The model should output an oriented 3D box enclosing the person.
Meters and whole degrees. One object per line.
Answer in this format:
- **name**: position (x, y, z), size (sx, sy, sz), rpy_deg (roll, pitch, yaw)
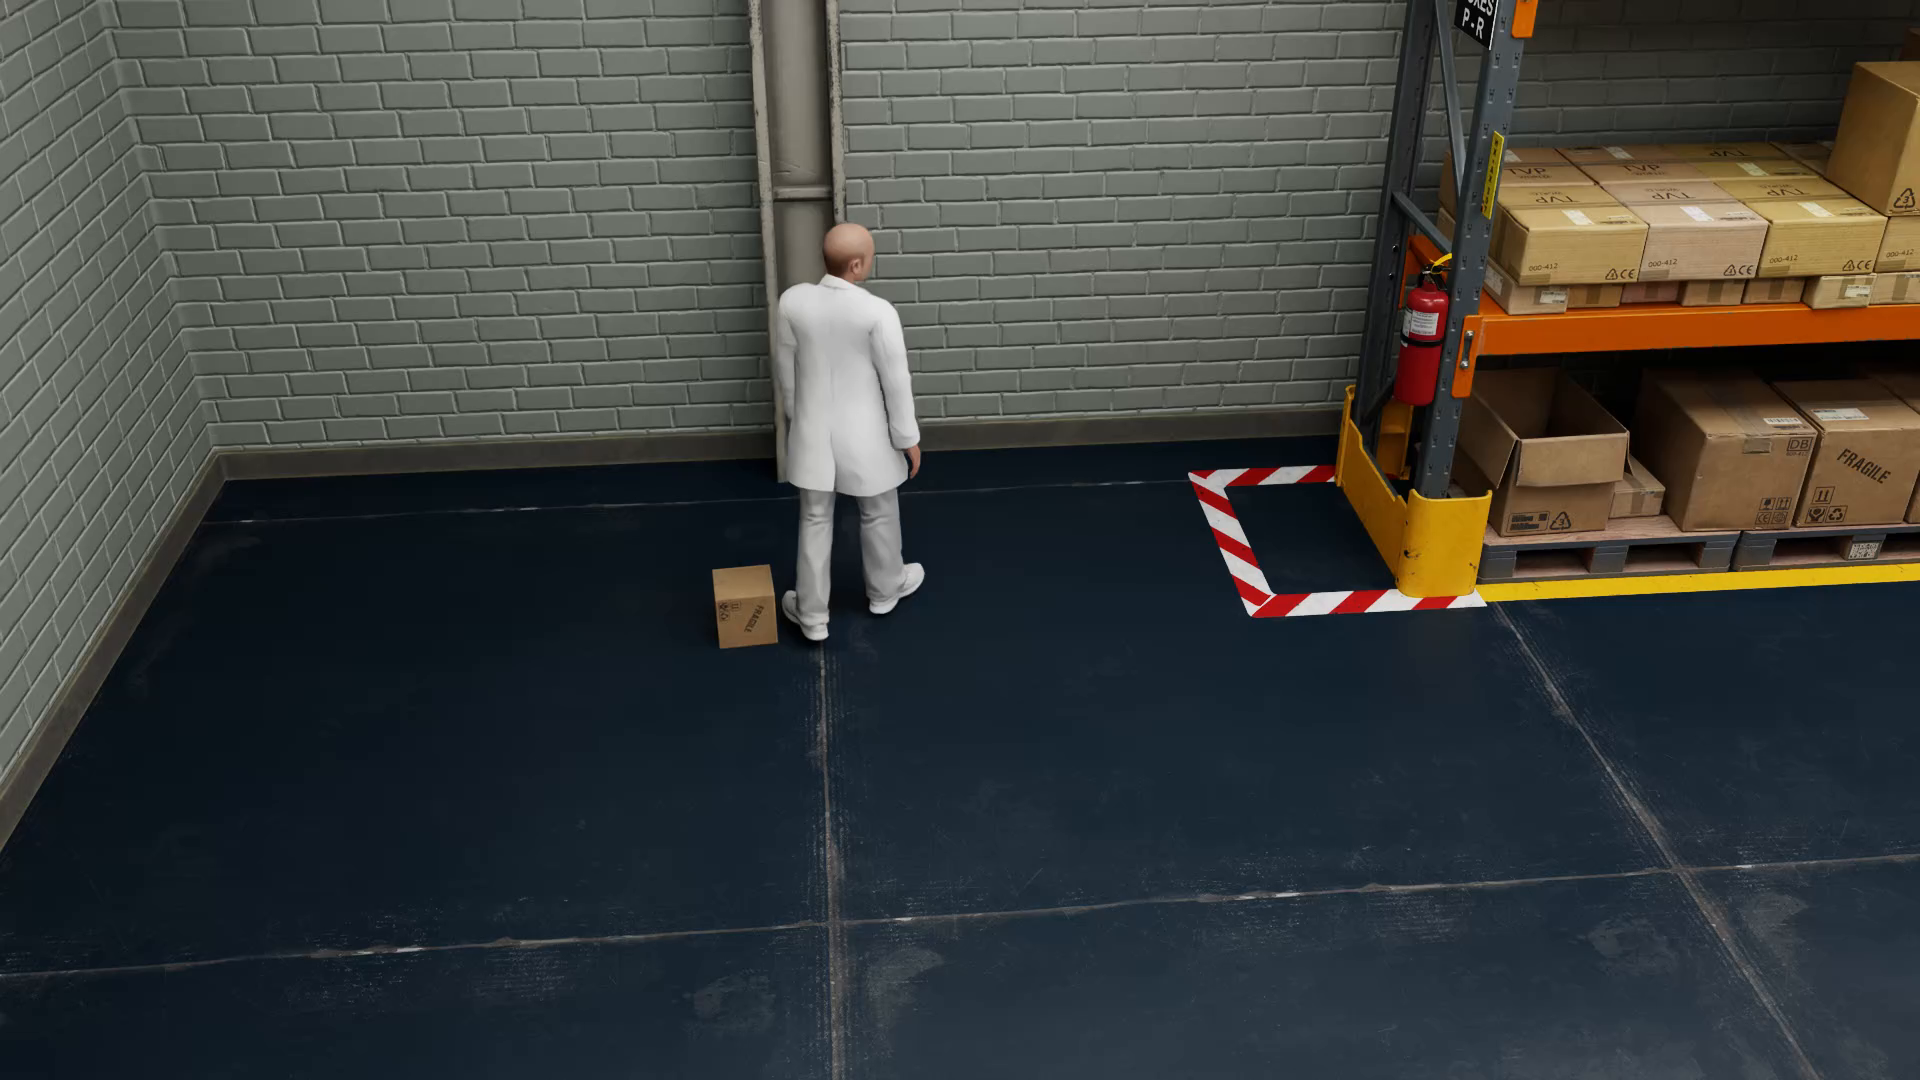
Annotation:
- **person**: position (-0.452, -0.459, 6.886), size (0.639, 1.773, 0.670), rpy_deg (8, 32, 14)
